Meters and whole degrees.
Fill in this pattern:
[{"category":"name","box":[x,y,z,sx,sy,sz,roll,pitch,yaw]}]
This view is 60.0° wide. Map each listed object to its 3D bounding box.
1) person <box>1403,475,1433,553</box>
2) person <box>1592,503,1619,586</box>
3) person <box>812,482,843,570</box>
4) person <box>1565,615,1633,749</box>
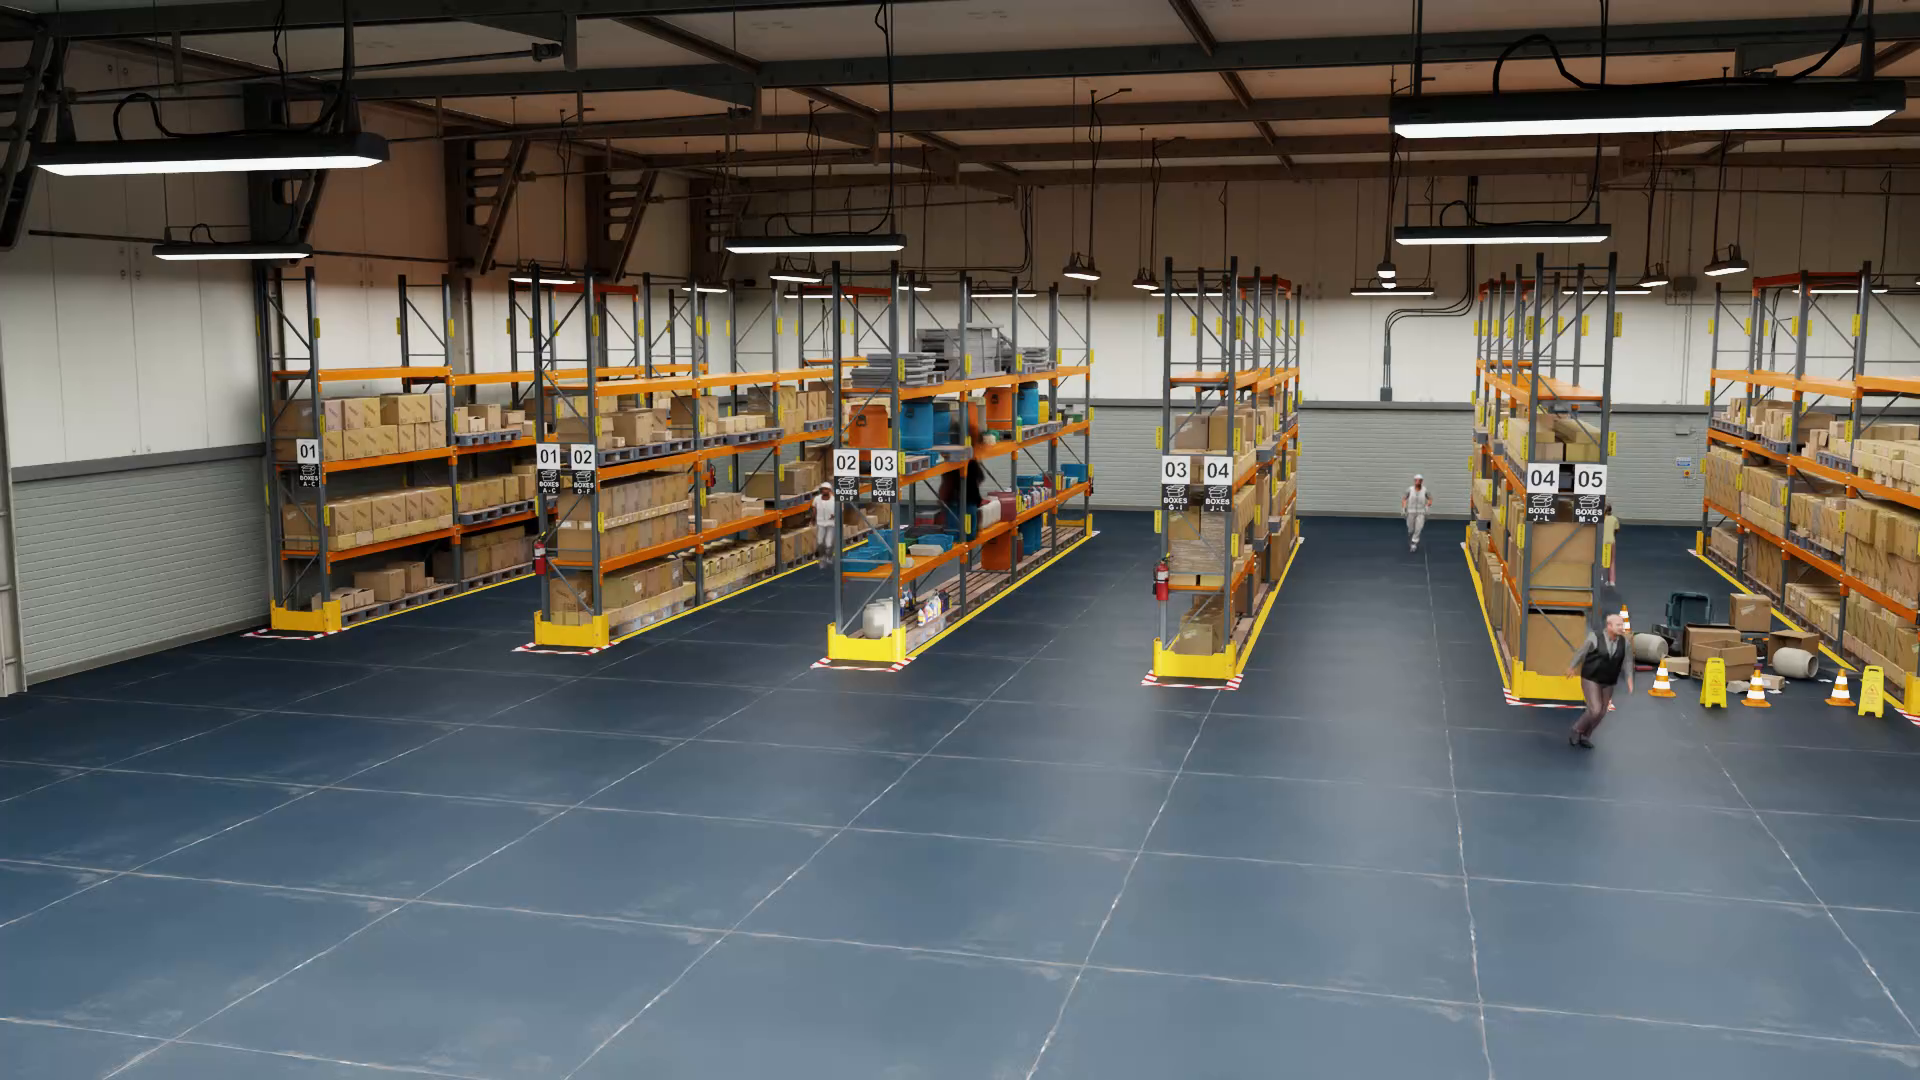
[{"category":"person","box":[10.286,-0.604,37.424,0.649,1.754,0.747,2,8,18]},{"category":"person","box":[12.580,0.104,32.383,0.569,1.624,0.927,1,7,6]},{"category":"person","box":[-2.676,-0.276,33.216,0.684,1.772,0.640,1,7,9]},{"category":"person","box":[7.607,1.681,19.712,0.642,1.663,0.710,-1,7,-10]}]
